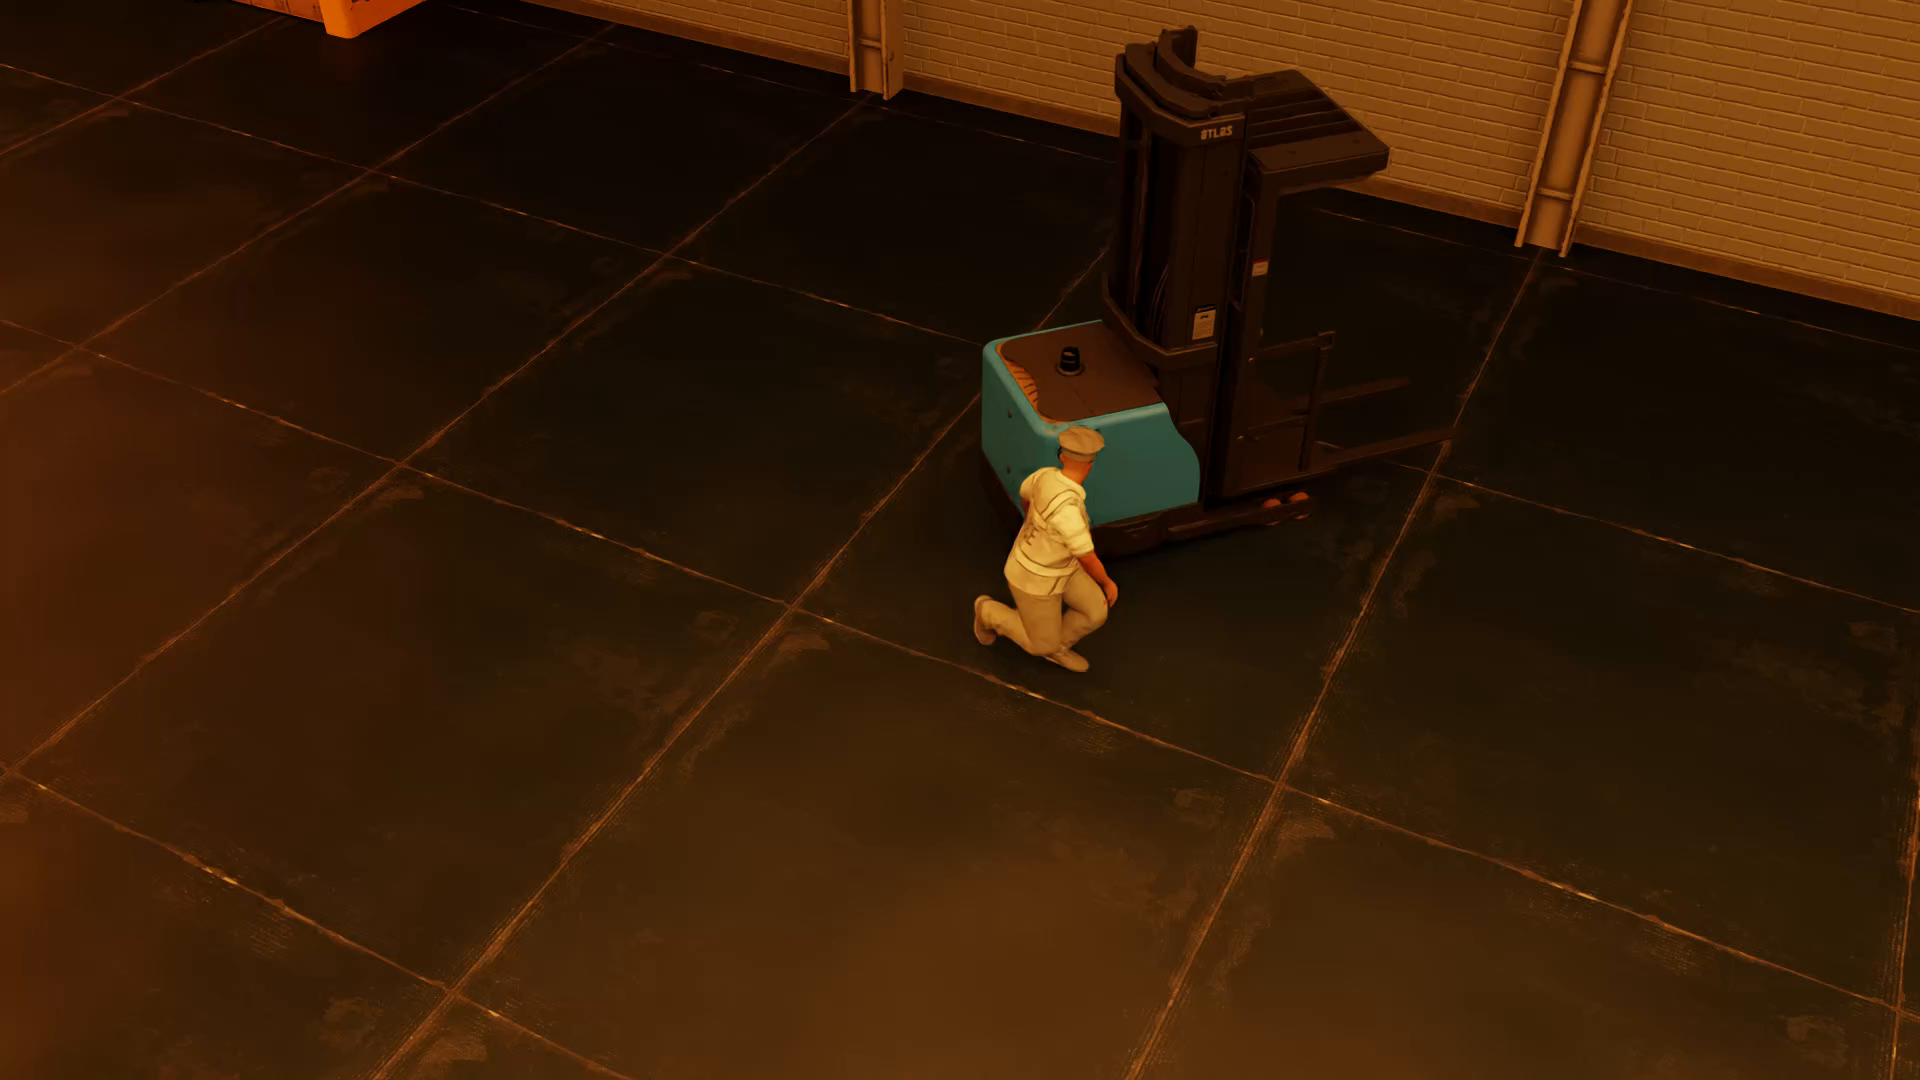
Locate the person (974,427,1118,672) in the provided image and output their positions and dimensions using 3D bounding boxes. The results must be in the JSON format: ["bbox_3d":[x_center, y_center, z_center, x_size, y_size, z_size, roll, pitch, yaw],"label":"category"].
[{"bbox_3d":[0.485,0.071,9.032,0.830,1.531,0.654,11,41,13],"label":"person"}]

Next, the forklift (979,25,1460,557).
[{"bbox_3d":[1.695,-1.521,9.792,3.031,2.935,1.130,-13,42,-15],"label":"forklift"}]
